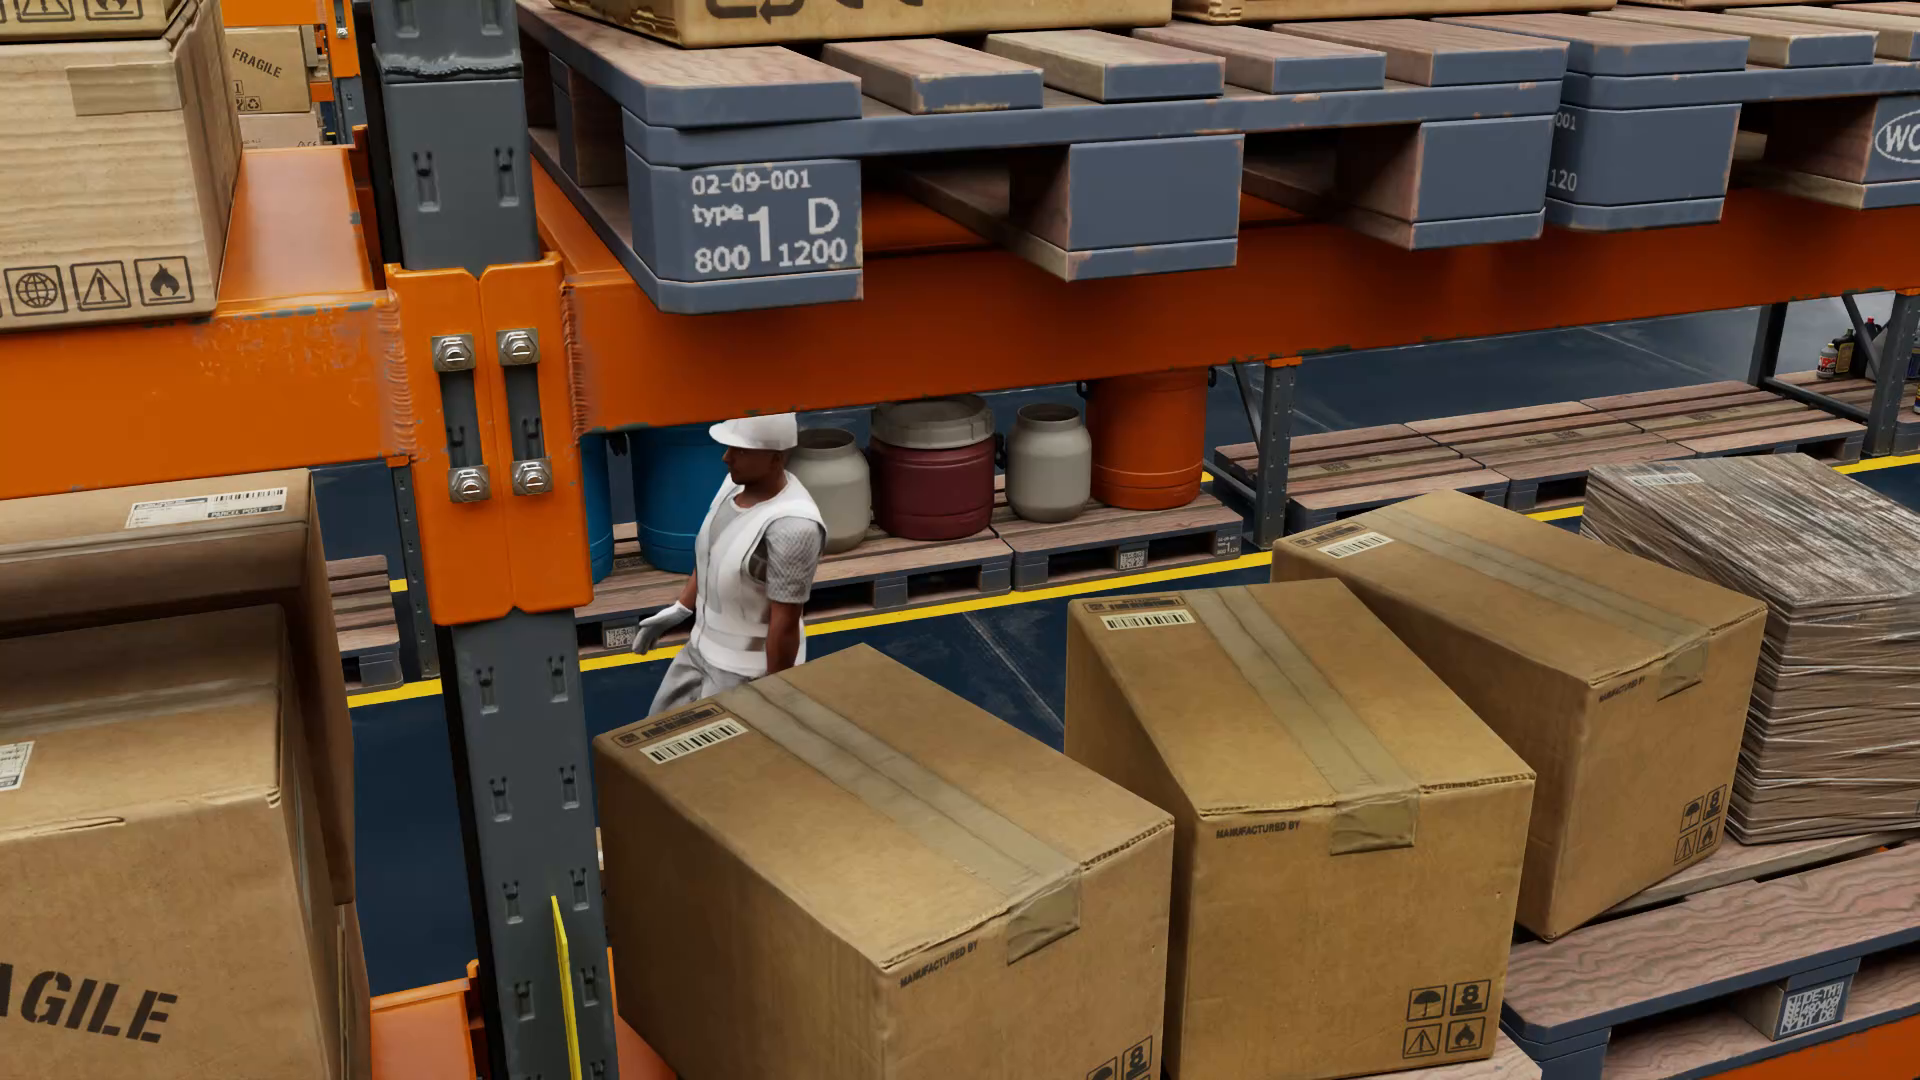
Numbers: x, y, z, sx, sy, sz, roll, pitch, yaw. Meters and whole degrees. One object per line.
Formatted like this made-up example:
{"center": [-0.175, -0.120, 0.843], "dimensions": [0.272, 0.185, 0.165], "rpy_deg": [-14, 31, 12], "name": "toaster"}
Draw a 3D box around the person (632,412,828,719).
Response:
{"center": [-0.767, 0.373, 5.245], "dimensions": [0.633, 1.728, 0.576], "rpy_deg": [-10, 25, -24], "name": "person"}
